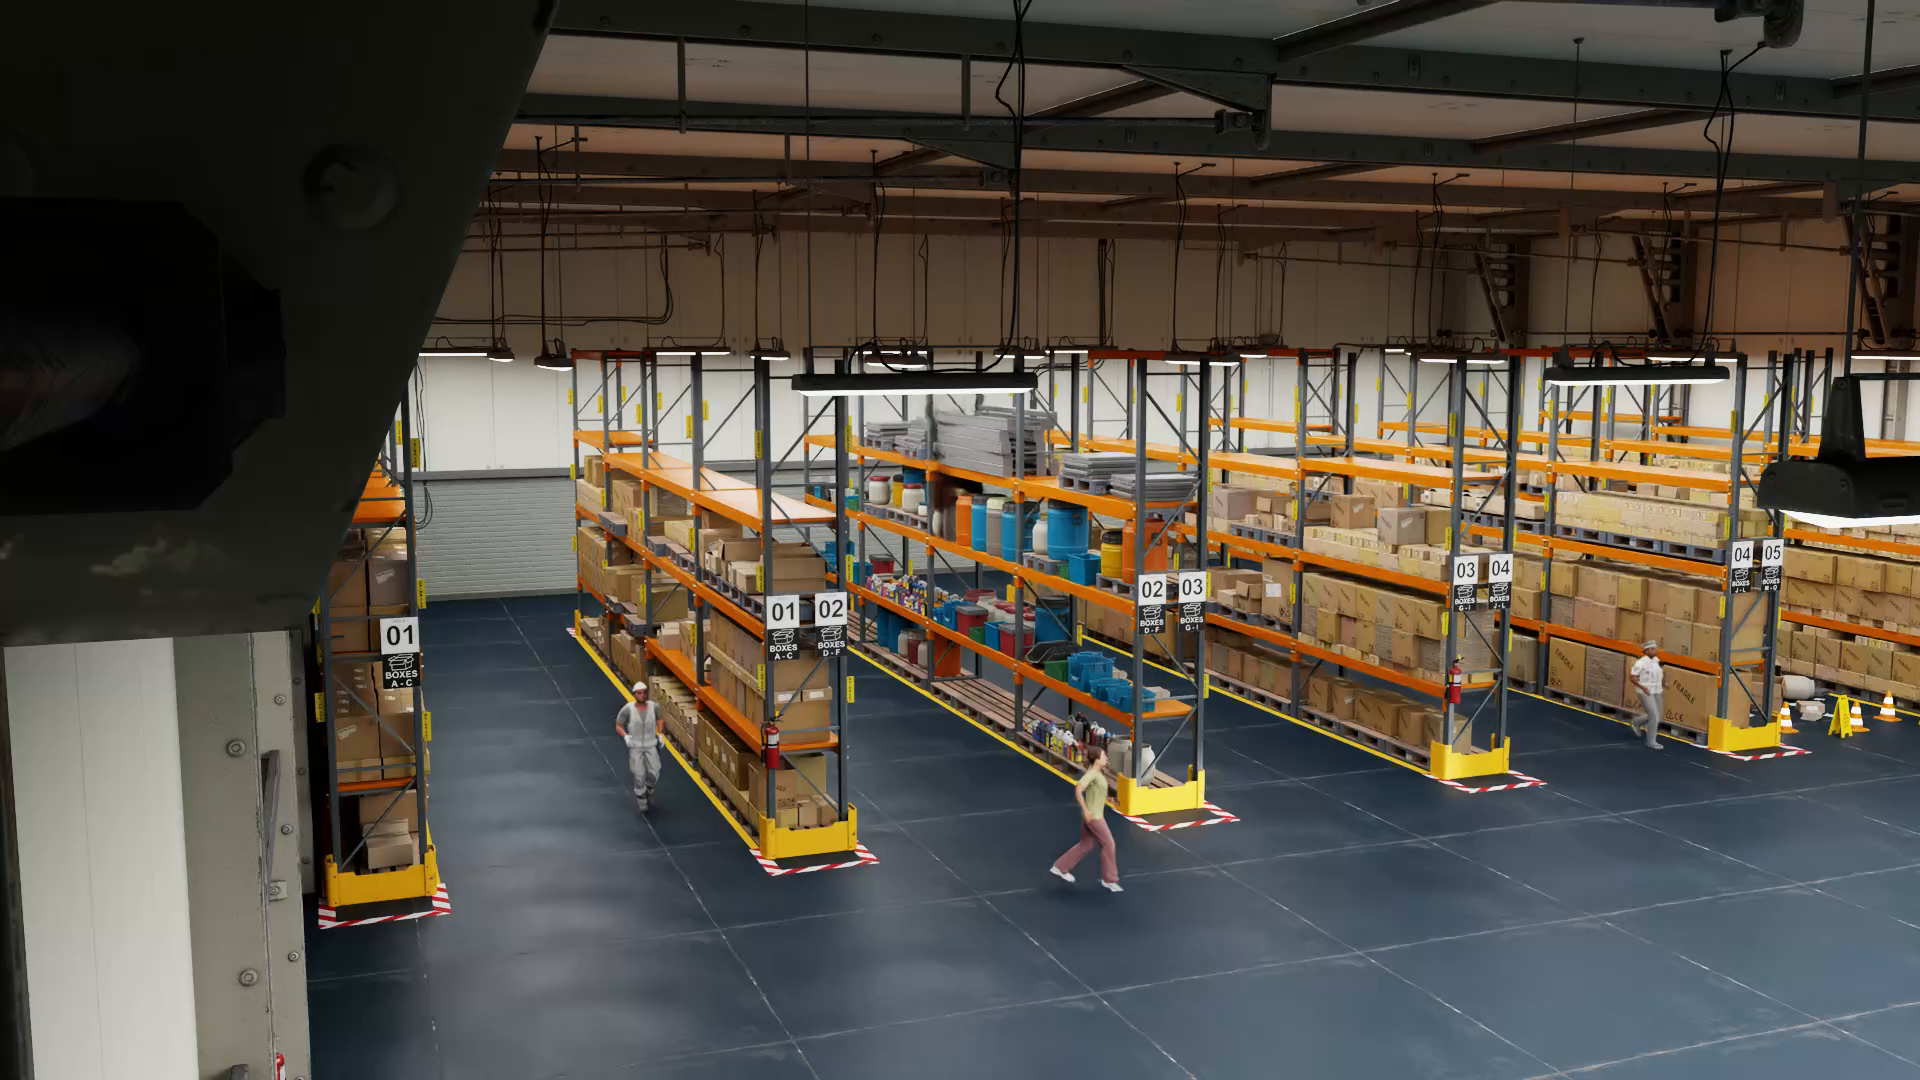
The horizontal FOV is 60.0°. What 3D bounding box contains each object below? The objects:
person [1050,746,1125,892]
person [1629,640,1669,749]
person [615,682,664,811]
[{"bbox_3d":[1.464,3.197,18.921,0.867,1.704,0.588,0,7,2],"label":"person"},{"bbox_3d":[10.559,2.340,25.531,0.580,1.655,0.672,-3,8,-25],"label":"person"},{"bbox_3d":[-4.199,2.737,21.952,0.661,1.746,0.572,-3,8,-20],"label":"person"}]
